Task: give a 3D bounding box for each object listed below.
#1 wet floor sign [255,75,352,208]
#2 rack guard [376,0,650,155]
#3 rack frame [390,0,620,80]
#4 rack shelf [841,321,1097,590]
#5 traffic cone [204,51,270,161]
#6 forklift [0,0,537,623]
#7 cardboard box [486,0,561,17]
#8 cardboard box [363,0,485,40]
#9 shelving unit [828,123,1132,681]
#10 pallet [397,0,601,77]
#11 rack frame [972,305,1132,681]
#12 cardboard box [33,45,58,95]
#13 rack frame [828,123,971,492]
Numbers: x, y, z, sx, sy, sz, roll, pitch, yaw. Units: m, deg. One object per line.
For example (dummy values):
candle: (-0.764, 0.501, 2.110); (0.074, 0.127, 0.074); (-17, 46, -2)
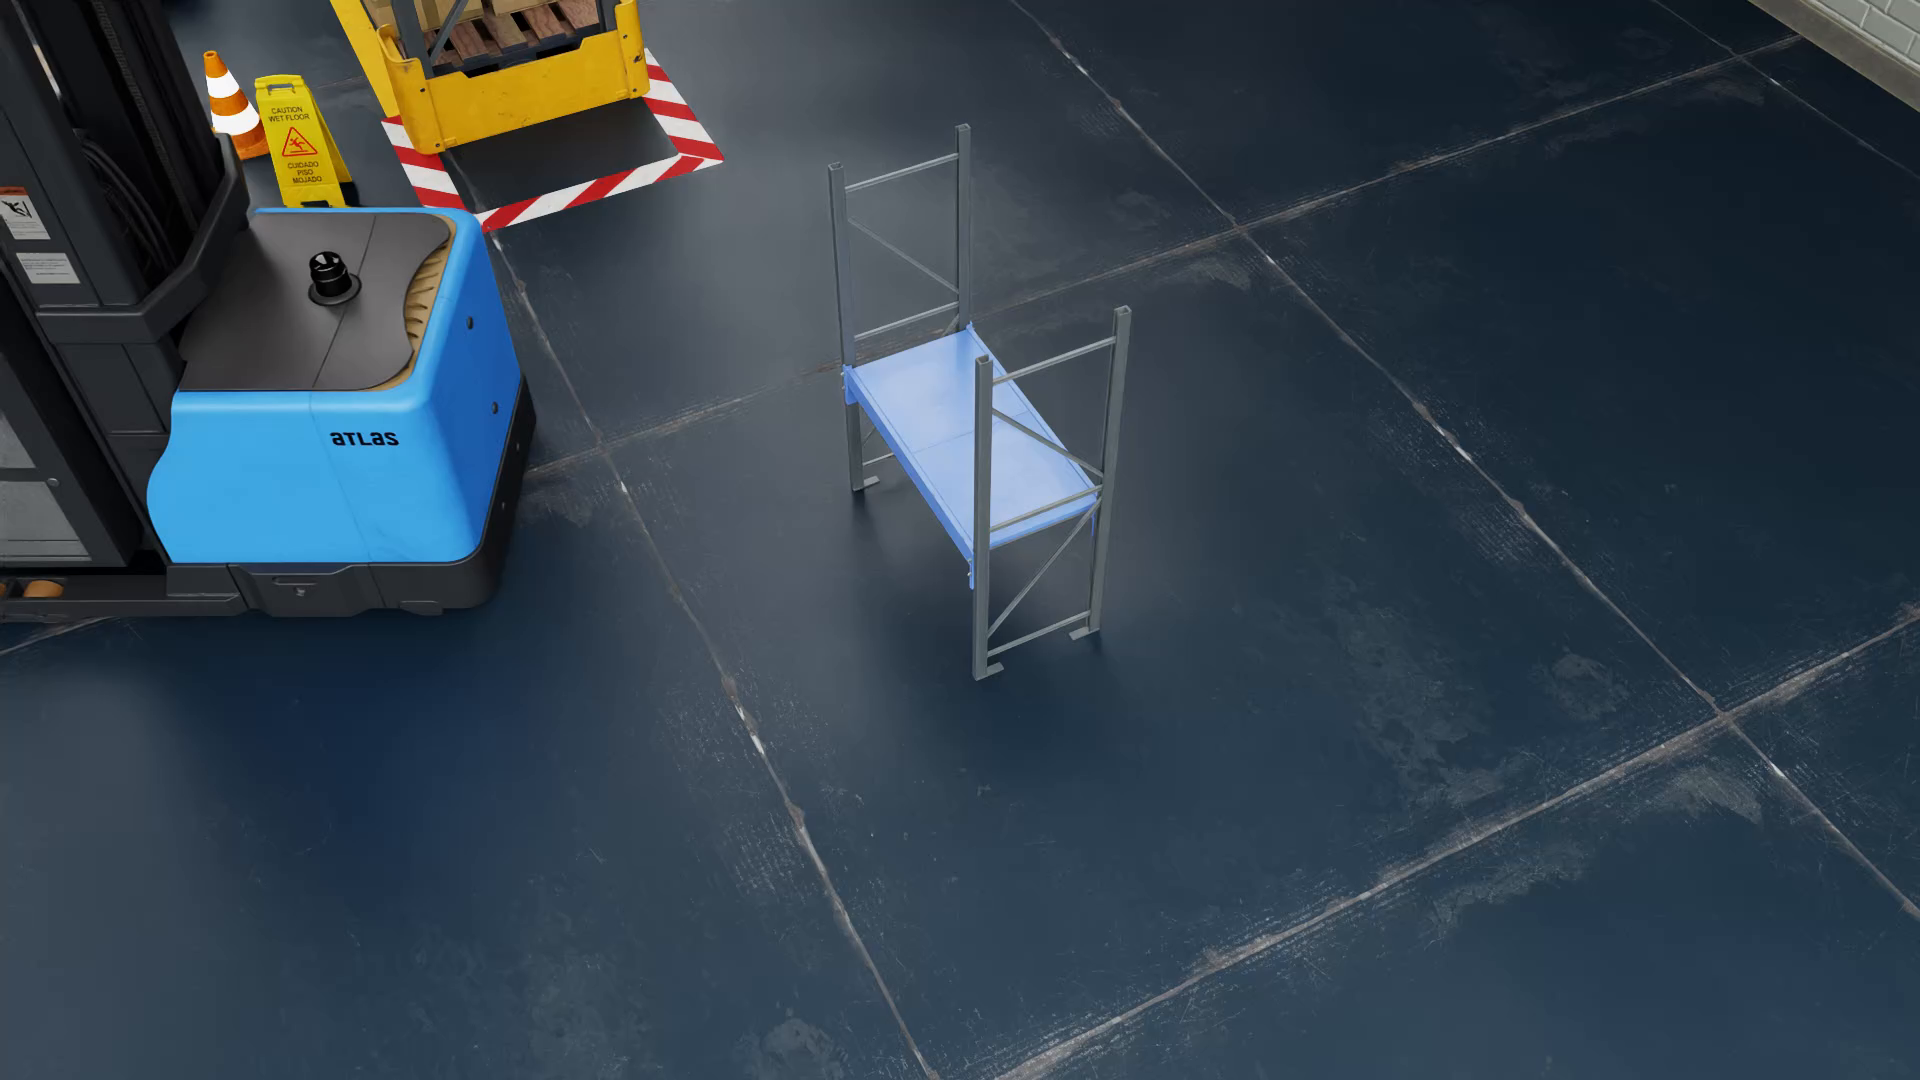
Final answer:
wet floor sign: (-2.932, -1.781, 7.379); (0.267, 0.644, 0.232); (-5, 49, -5)
rack guard: (-2.102, -2.279, 7.911); (1.175, 0.500, 0.348); (-21, 52, -18)
rack frame: (-2.067, -3.051, 6.926); (1.000, 3.000, 0.127); (-21, 52, -18)
rack shelf: (0.039, -0.318, 5.771); (0.538, 0.185, 1.000); (-21, 52, -18)
traffic cone: (-3.411, -2.060, 7.744); (0.336, 0.463, 0.334); (-21, 52, -18)
forklift: (-3.186, -1.066, 5.235); (3.031, 2.935, 1.130); (0, 49, 0)
cardboard box: (-2.190, -2.920, 8.358); (0.500, 0.250, 0.500); (-22, 52, -18)
cardboard box: (-2.687, -2.749, 8.209); (0.500, 0.250, 0.500); (-21, 52, -18)
shelving unit: (0.039, -0.437, 5.636); (0.538, 1.500, 1.048); (-21, 52, -18)
pallet: (-2.442, -2.740, 8.506); (1.003, 0.211, 1.213); (-21, 52, -18)
rack frame: (0.272, -0.096, 5.338); (0.500, 1.500, 0.032); (-21, 52, -18)
cardboard box: (-4.463, -2.294, 8.157); (0.380, 0.149, 0.250); (2, 49, 2)
rack frame: (-0.194, -0.777, 5.933); (0.500, 1.500, 0.032); (-21, 52, -18)
